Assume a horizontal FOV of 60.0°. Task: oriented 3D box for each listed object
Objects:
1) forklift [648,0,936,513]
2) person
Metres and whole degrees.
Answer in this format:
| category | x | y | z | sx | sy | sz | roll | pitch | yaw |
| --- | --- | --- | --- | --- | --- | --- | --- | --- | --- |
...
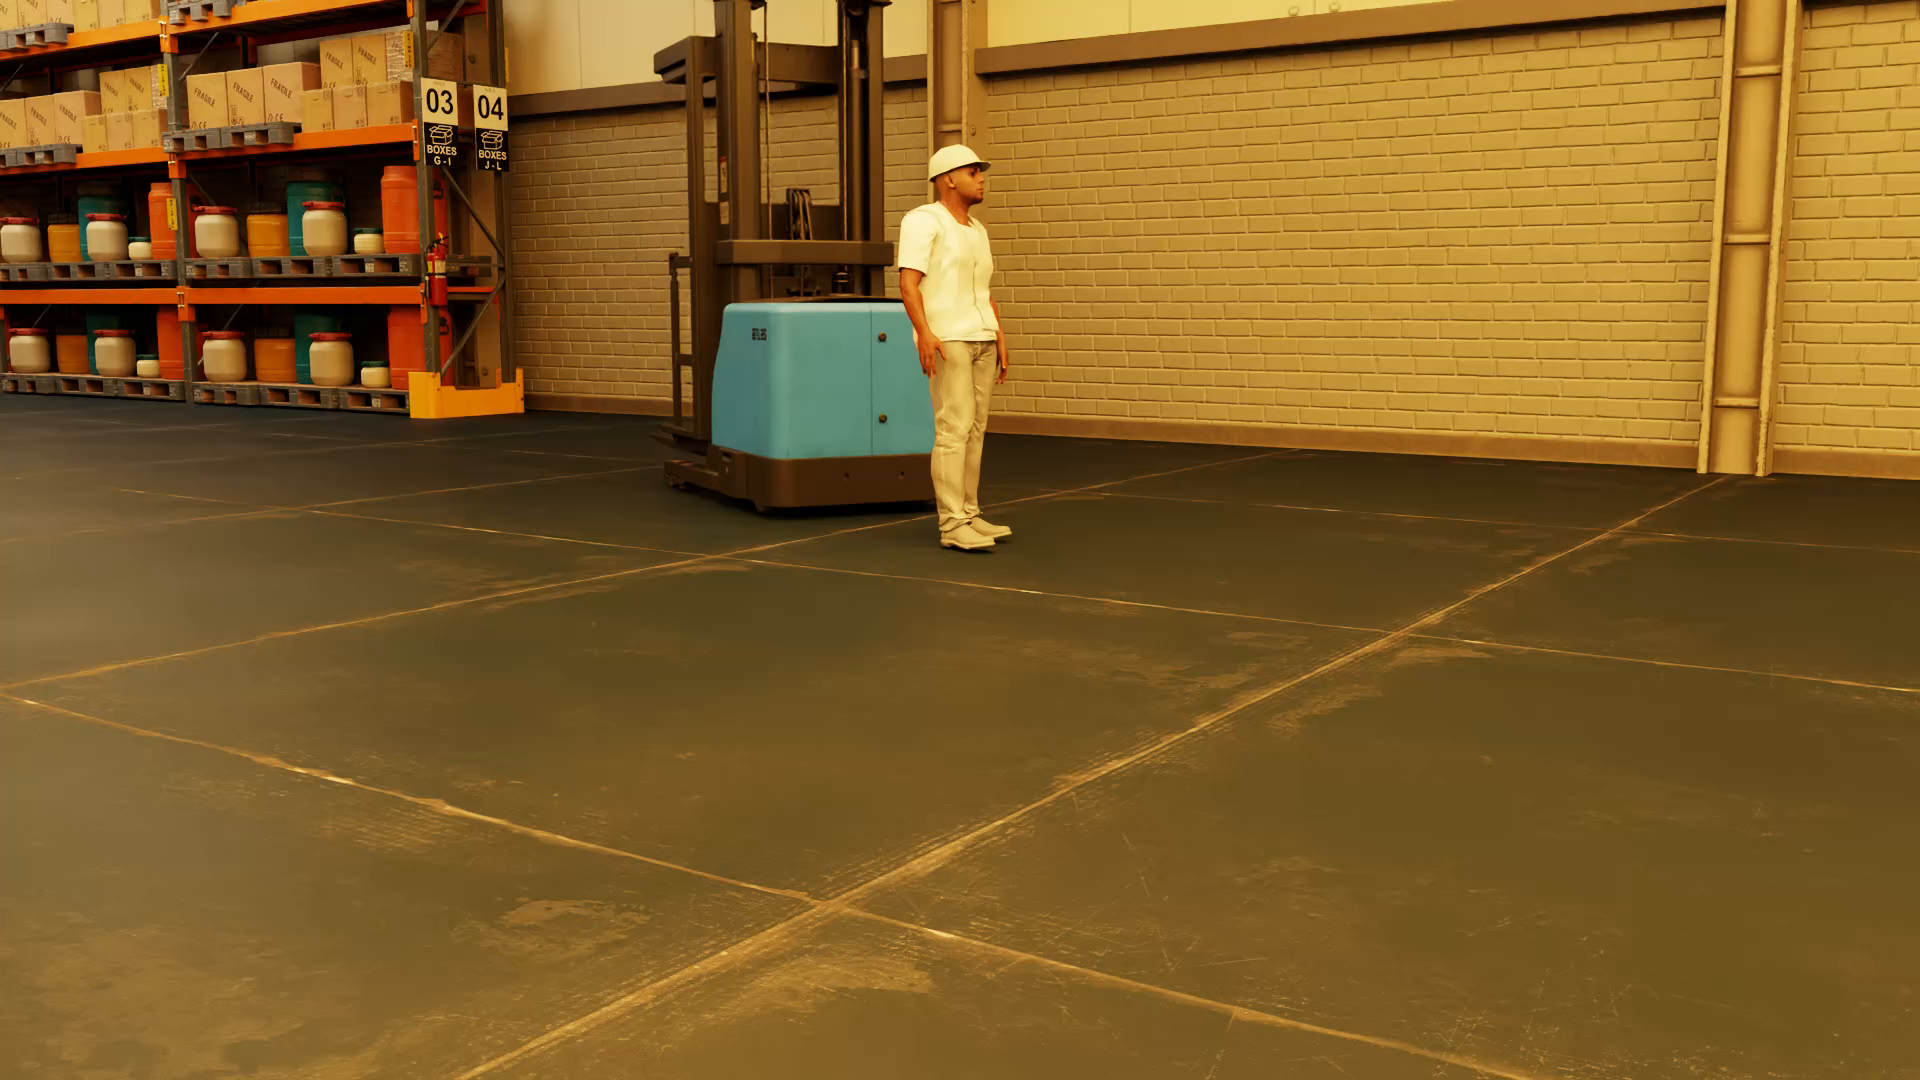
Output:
| category | x | y | z | sx | sy | sz | roll | pitch | yaw |
| --- | --- | --- | --- | --- | --- | --- | --- | --- | --- |
| forklift | -1.091 | -1.758 | 9.557 | 1.130 | 2.935 | 3.031 | -4 | 9 | -25 |
| person | 0.054 | -0.876 | 7.435 | 0.577 | 1.765 | 0.666 | 5 | 10 | 34 |
